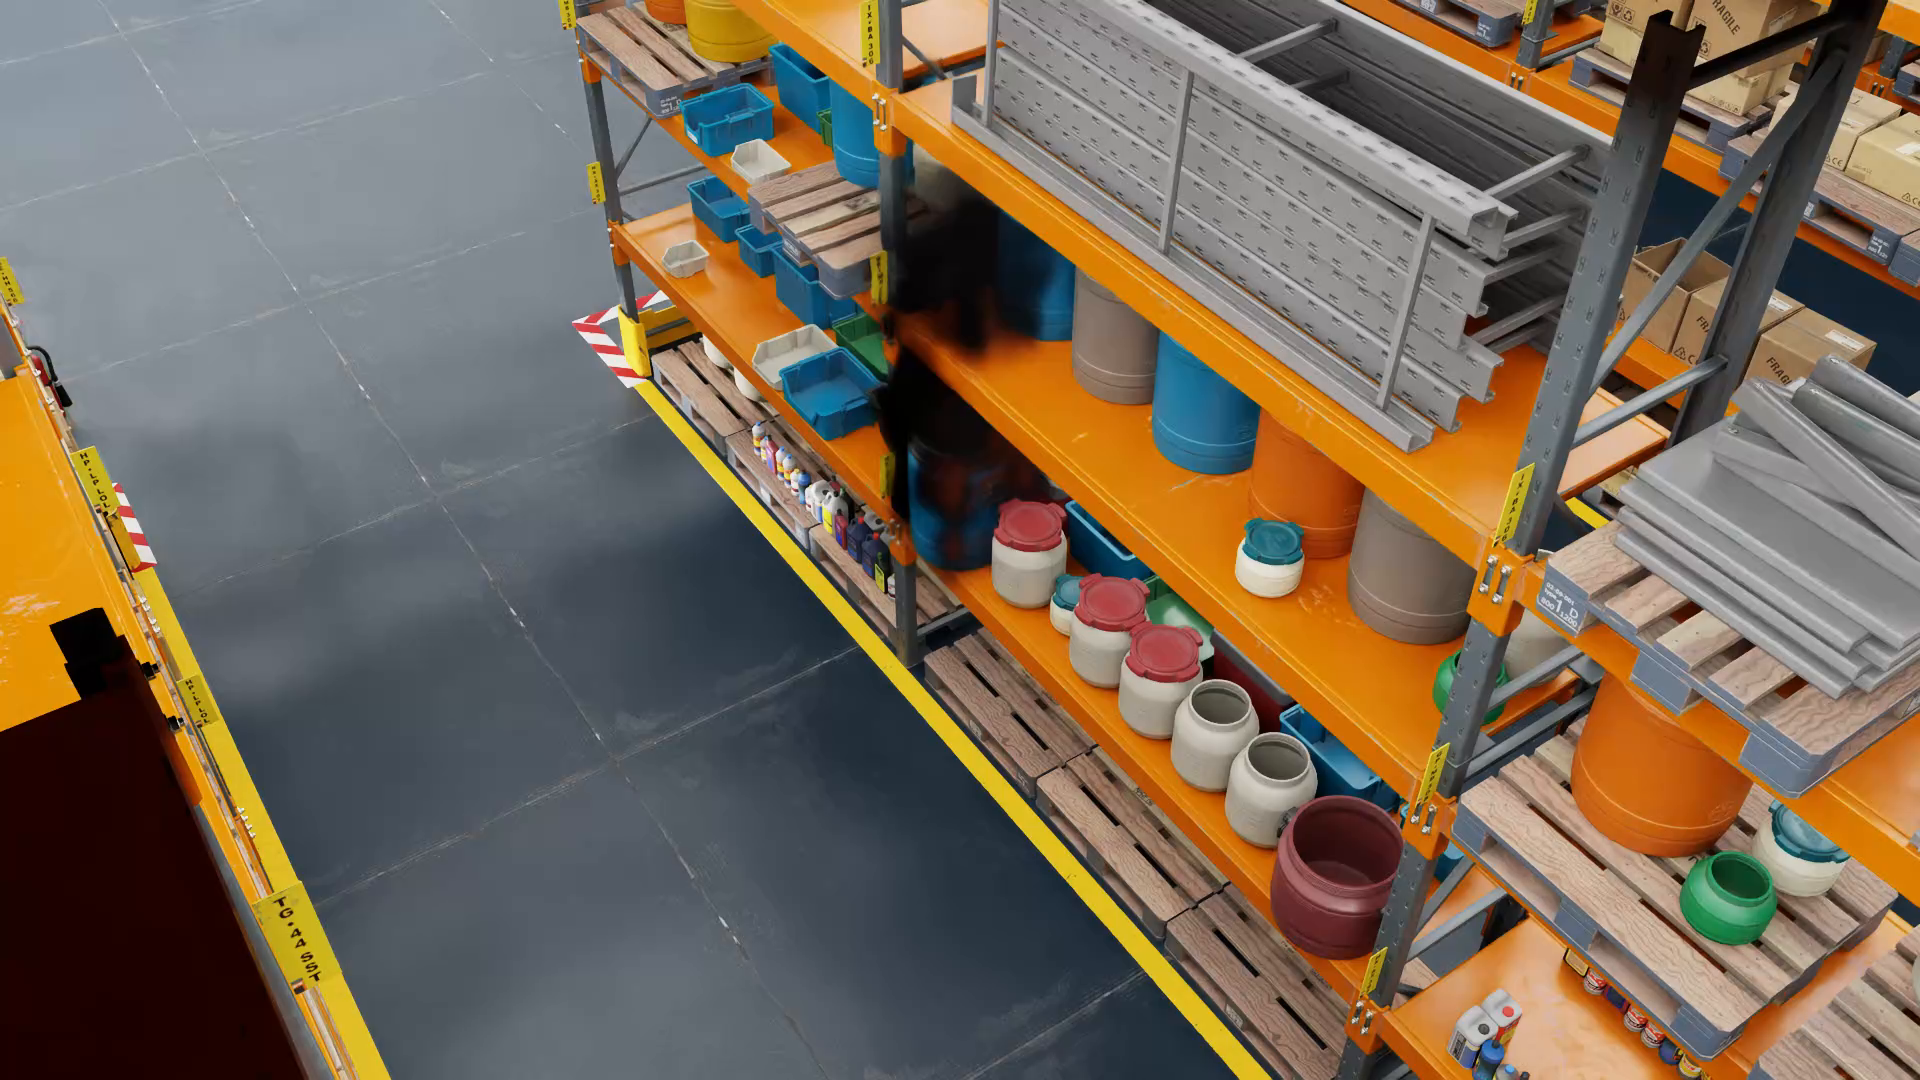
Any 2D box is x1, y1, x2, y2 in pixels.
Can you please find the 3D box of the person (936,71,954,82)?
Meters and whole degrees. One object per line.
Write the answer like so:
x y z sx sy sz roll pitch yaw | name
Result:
-0.324 -4.799 15.752 0.773 1.622 0.584 -1 43 -1 | person
